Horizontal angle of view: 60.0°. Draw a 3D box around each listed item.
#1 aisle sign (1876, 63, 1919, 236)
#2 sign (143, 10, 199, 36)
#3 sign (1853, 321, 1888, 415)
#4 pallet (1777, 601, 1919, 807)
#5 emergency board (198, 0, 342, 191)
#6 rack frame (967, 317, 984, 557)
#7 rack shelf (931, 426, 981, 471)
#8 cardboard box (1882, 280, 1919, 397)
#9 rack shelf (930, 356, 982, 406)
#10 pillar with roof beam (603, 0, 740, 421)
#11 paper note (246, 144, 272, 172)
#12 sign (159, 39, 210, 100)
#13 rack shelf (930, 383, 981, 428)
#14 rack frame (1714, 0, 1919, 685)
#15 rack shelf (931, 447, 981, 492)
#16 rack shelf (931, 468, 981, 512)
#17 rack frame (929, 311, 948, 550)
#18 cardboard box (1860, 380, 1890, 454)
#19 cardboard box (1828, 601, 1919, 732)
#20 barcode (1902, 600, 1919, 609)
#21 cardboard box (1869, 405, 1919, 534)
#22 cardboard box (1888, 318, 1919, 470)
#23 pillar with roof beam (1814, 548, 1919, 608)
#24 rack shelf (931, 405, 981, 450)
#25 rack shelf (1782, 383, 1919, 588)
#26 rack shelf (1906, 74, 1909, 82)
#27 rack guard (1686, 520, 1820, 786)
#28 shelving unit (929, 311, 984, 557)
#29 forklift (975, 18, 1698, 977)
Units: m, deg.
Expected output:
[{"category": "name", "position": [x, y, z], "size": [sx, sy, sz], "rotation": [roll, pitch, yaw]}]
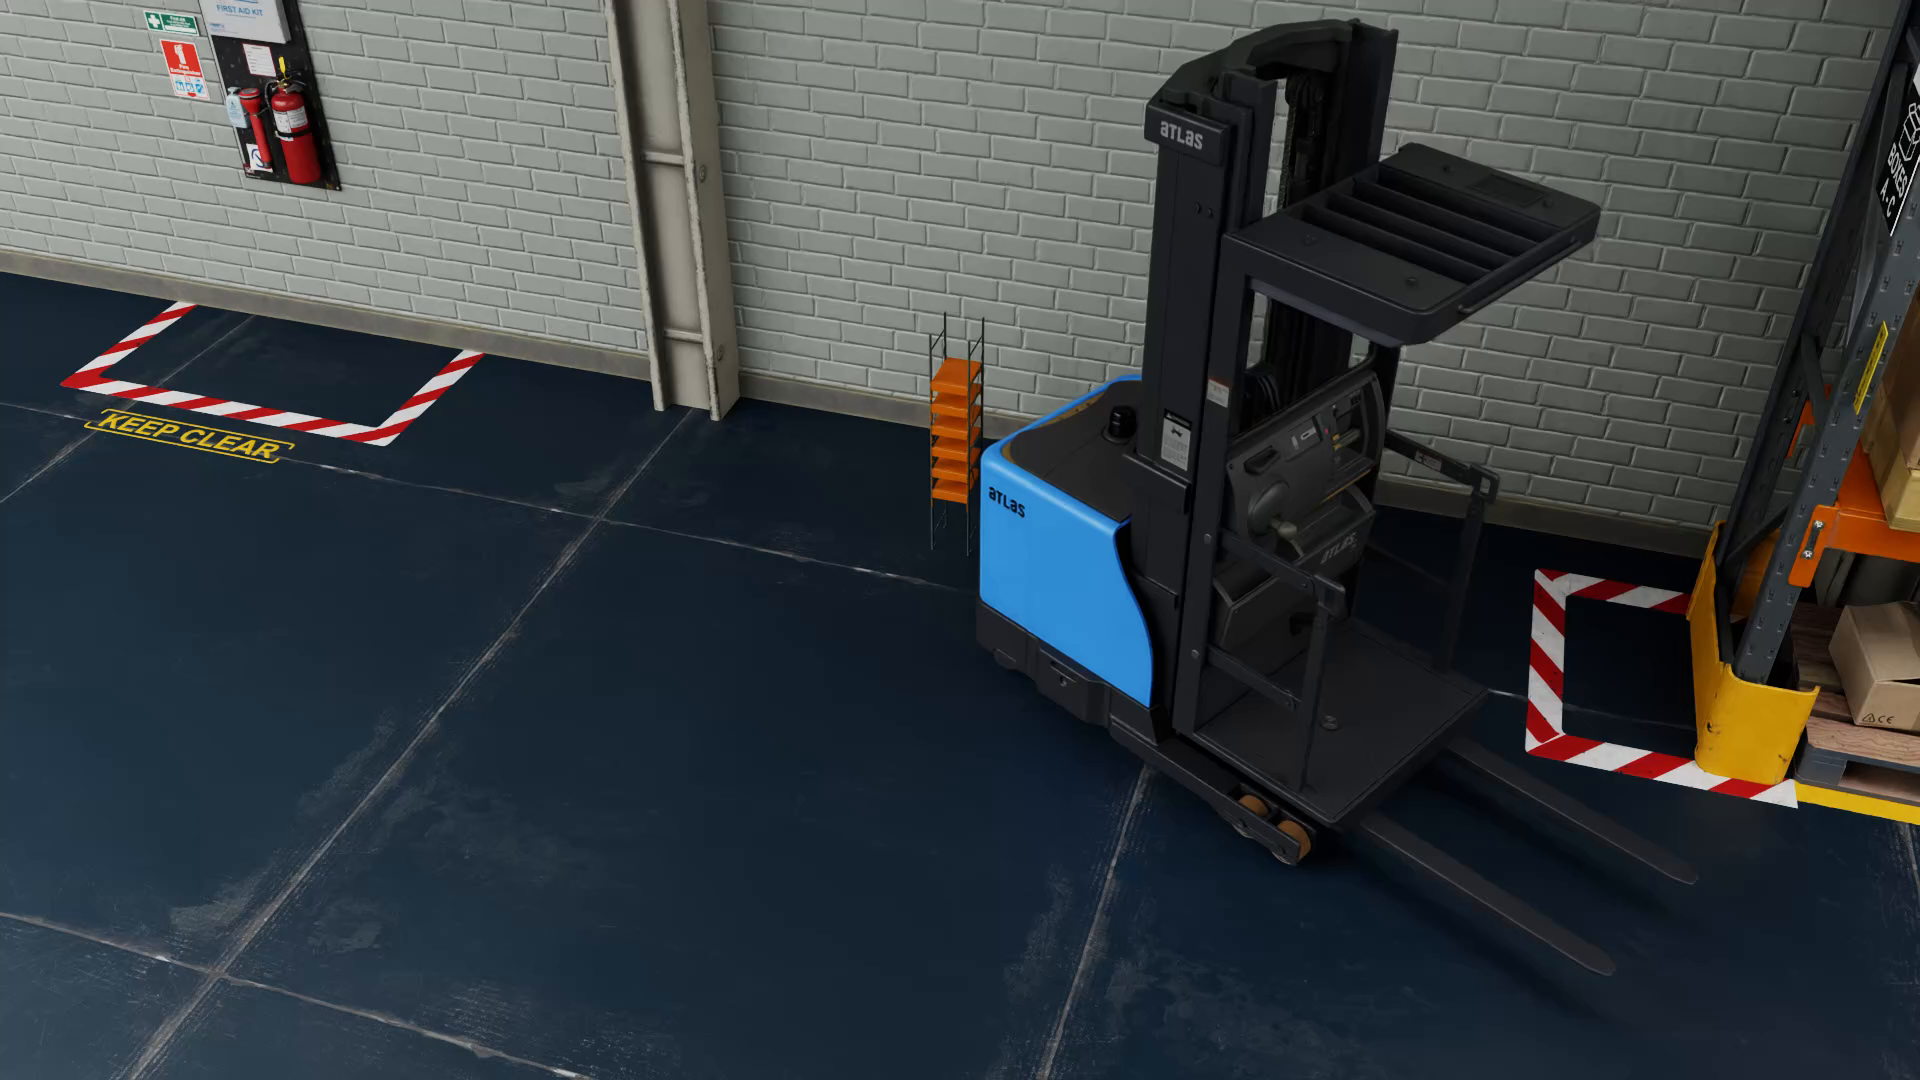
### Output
[{"category": "aisle sign", "position": [3.180, -1.448, 5.494], "size": [0.004, 0.787, 0.394], "rotation": [10, 38, 14]}, {"category": "sign", "position": [-4.305, -2.821, 9.075], "size": [0.331, 0.109, 0.001], "rotation": [10, 38, 14]}, {"category": "sign", "position": [3.177, -0.600, 5.804], "size": [0.005, 0.325, 0.100], "rotation": [10, 38, 14]}, {"category": "pallet", "position": [4.176, 0.742, 7.064], "size": [1.213, 0.211, 1.003], "rotation": [10, 38, 14]}, {"category": "emergency board", "position": [-3.810, -2.443, 9.038], "size": [0.643, 1.169, 0.194], "rotation": [10, 38, 14]}, {"category": "rack frame", "position": [0.074, -0.470, 7.876], "size": [0.006, 1.200, 0.240], "rotation": [10, 38, 14]}, {"category": "rack shelf", "position": [-0.014, -0.450, 7.924], "size": [0.180, 0.103, 0.258], "rotation": [10, 38, 14]}, {"category": "cardboard box", "position": [3.852, -0.845, 6.344], "size": [0.500, 0.500, 0.500], "rotation": [10, 38, 13]}, {"category": "rack shelf", "position": [-0.014, -0.740, 7.711], "size": [0.180, 0.103, 0.258], "rotation": [10, 38, 14]}, {"category": "pillar with roof beam", "position": [-2.746, -1.965, 3.328], "size": [0.400, 9.000, 9.100], "rotation": [10, 38, 14]}, {"category": "paper note", "position": [-3.958, -2.158, 9.395], "size": [0.142, 0.148, 0.016], "rotation": [10, 38, 14]}, {"category": "sign", "position": [-4.307, -2.613, 9.240], "size": [0.234, 0.329, 0.001], "rotation": [10, 38, 14]}, {"category": "rack shelf", "position": [-0.014, -0.643, 7.782], "size": [0.180, 0.103, 0.258], "rotation": [10, 38, 14]}, {"category": "rack frame", "position": [3.338, -0.558, 6.478], "size": [0.127, 3.000, 1.000], "rotation": [10, 38, 14]}, {"category": "rack shelf", "position": [-0.014, -0.353, 7.995], "size": [0.180, 0.103, 0.258], "rotation": [10, 38, 14]}, {"category": "rack shelf", "position": [-0.014, -0.257, 8.066], "size": [0.180, 0.103, 0.258], "rotation": [10, 38, 14]}, {"category": "rack frame", "position": [-0.101, -0.502, 7.920], "size": [0.006, 1.200, 0.240], "rotation": [10, 38, 14]}, {"category": "cardboard box", "position": [3.842, -0.533, 6.553], "size": [0.500, 0.250, 0.500], "rotation": [11, 38, 15]}, {"category": "cardboard box", "position": [3.972, 0.521, 6.909], "size": [0.500, 0.311, 0.500], "rotation": [6, 37, 9]}, {"category": "barcode", "position": [4.108, 0.294, 7.209], "size": [0.075, 0.075, 0.001], "rotation": [10, 38, 14]}, {"category": "cardboard box", "position": [3.709, -0.240, 6.155], "size": [0.500, 0.250, 0.500], "rotation": [9, 37, 13]}, {"category": "cardboard box", "position": [3.704, -0.553, 5.948], "size": [0.500, 0.500, 0.500], "rotation": [11, 38, 14]}, {"category": "pillar with roof beam", "position": [2.981, -0.904, 1.887], "size": [0.400, 9.000, 9.100], "rotation": [10, 38, 14]}, {"category": "rack shelf", "position": [-0.014, -0.547, 7.853], "size": [0.180, 0.103, 0.258], "rotation": [10, 38, 14]}, {"category": "rack shelf", "position": [5.247, 0.085, 6.211], "size": [4.000, 0.370, 1.077], "rotation": [10, 38, 14]}, {"category": "rack shelf", "position": [5.247, -1.123, 5.321], "size": [4.000, 0.370, 1.077], "rotation": [10, 38, 14]}, {"category": "rack guard", "position": [3.411, 0.462, 7.200], "size": [0.348, 0.500, 1.175], "rotation": [10, 38, 14]}, {"category": "shelving unit", "position": [-0.014, -0.486, 7.898], "size": [0.189, 1.200, 0.258], "rotation": [10, 38, 14]}, {"category": "forklift", "position": [1.454, -0.259, 6.130], "size": [1.130, 2.935, 3.031], "rotation": [-30, 46, -34]}]
